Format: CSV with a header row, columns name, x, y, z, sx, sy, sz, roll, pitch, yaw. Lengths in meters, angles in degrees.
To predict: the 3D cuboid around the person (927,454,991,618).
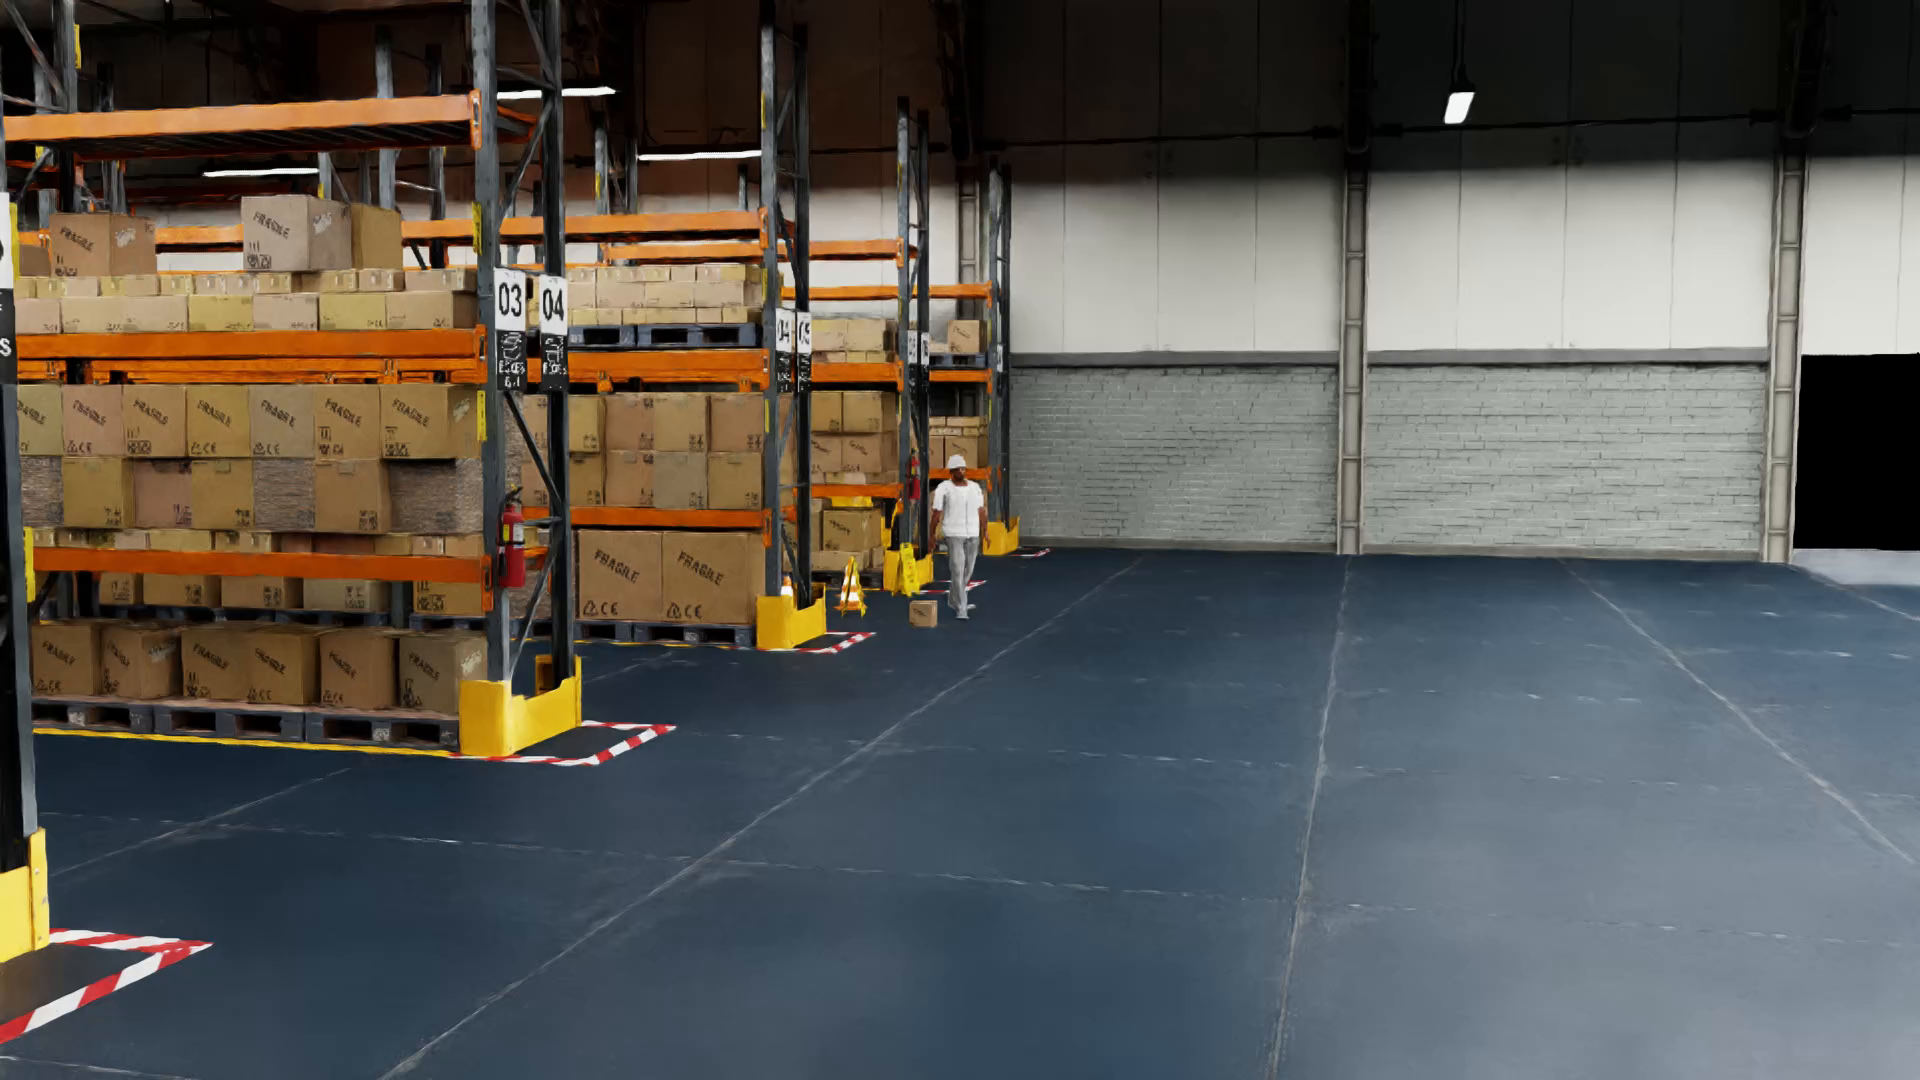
name,x,y,z,sx,sy,sz,roll,pitch,yaw
person,-0.030,-0.052,18.030,0.671,1.758,0.683,-3,5,-29
